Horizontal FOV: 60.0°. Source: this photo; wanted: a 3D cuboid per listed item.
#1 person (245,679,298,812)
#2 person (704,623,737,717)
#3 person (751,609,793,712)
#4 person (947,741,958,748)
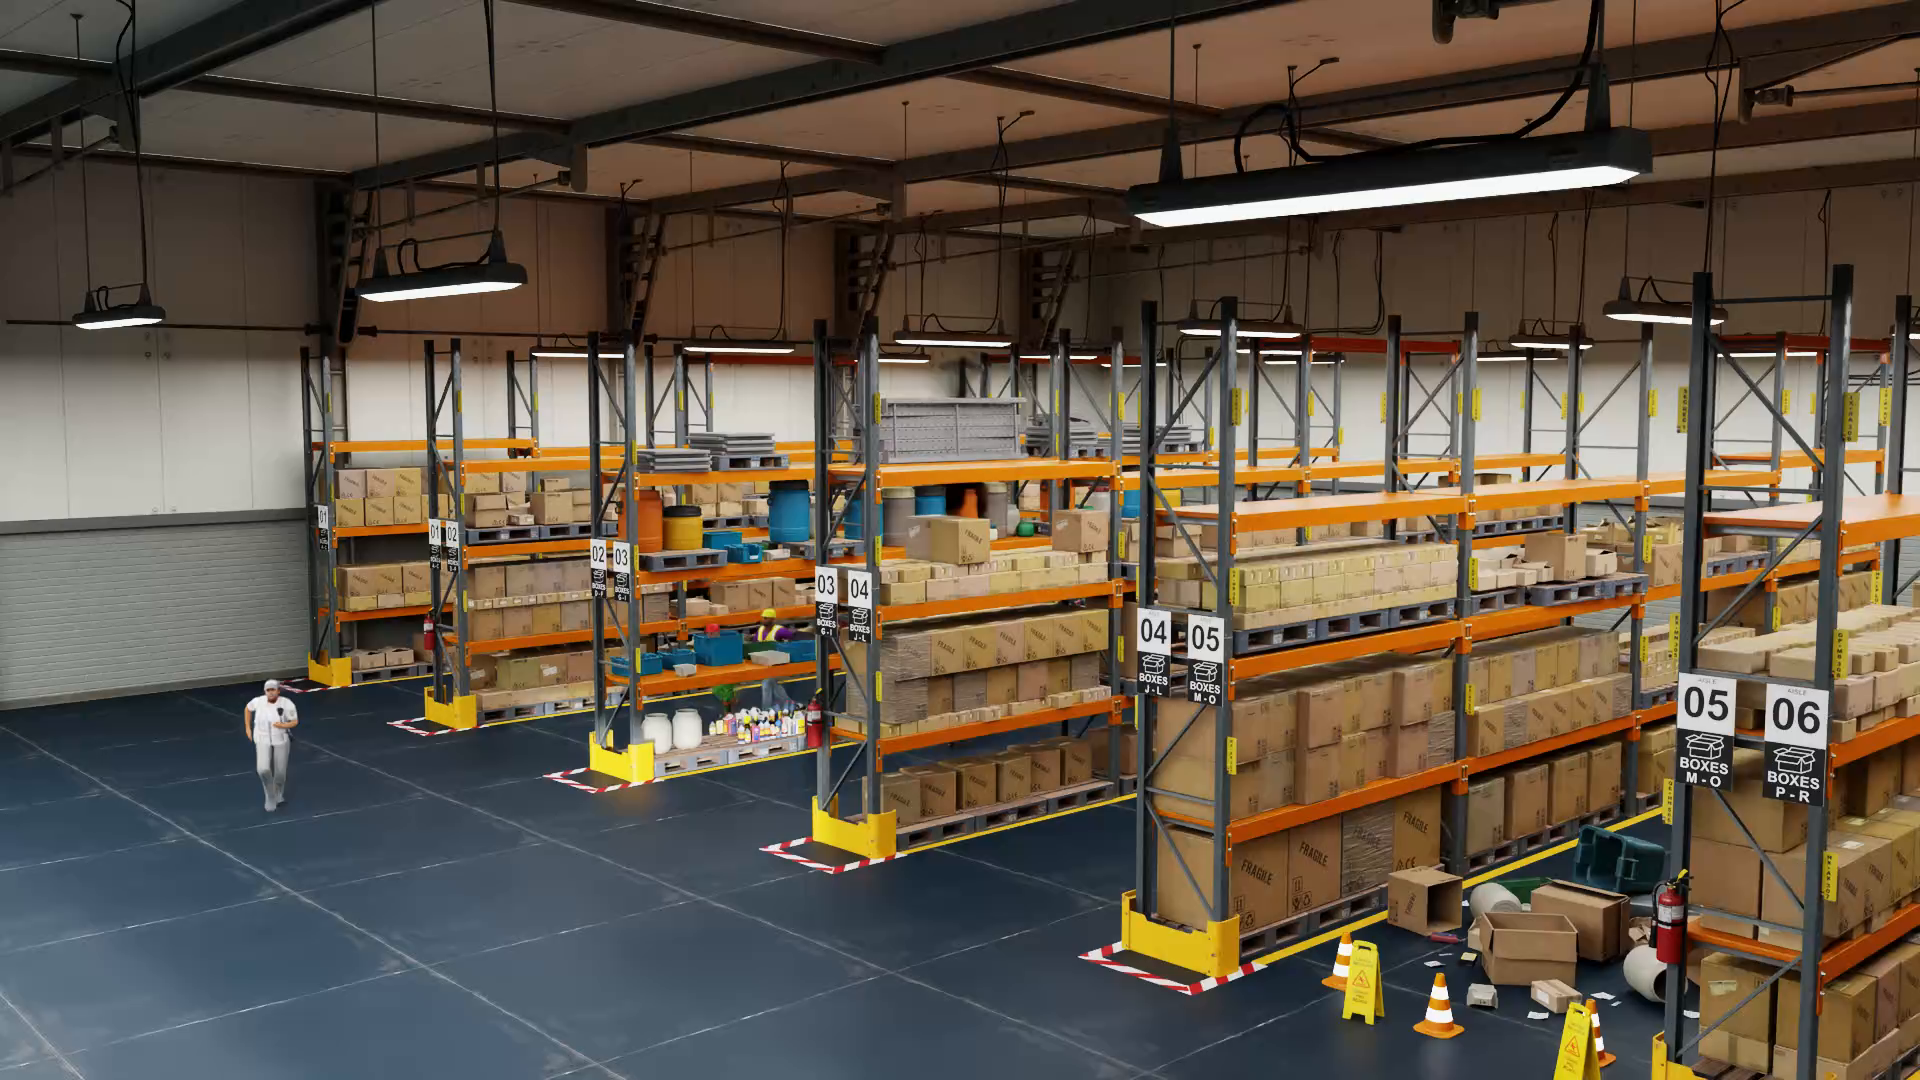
[{"bbox_3d":[-8.519,2.529,20.599,0.631,1.651,0.789,-2,5,-17],"label":"person"},{"bbox_3d":[-3.823,2.061,26.424,0.686,1.584,0.891,2,5,18],"label":"person"},{"bbox_3d":[-2.949,1.967,26.131,0.681,1.803,0.897,5,7,43],"label":"person"},{"bbox_3d":[-0.267,2.282,24.005,0.685,1.549,0.867,2,5,20],"label":"person"}]
